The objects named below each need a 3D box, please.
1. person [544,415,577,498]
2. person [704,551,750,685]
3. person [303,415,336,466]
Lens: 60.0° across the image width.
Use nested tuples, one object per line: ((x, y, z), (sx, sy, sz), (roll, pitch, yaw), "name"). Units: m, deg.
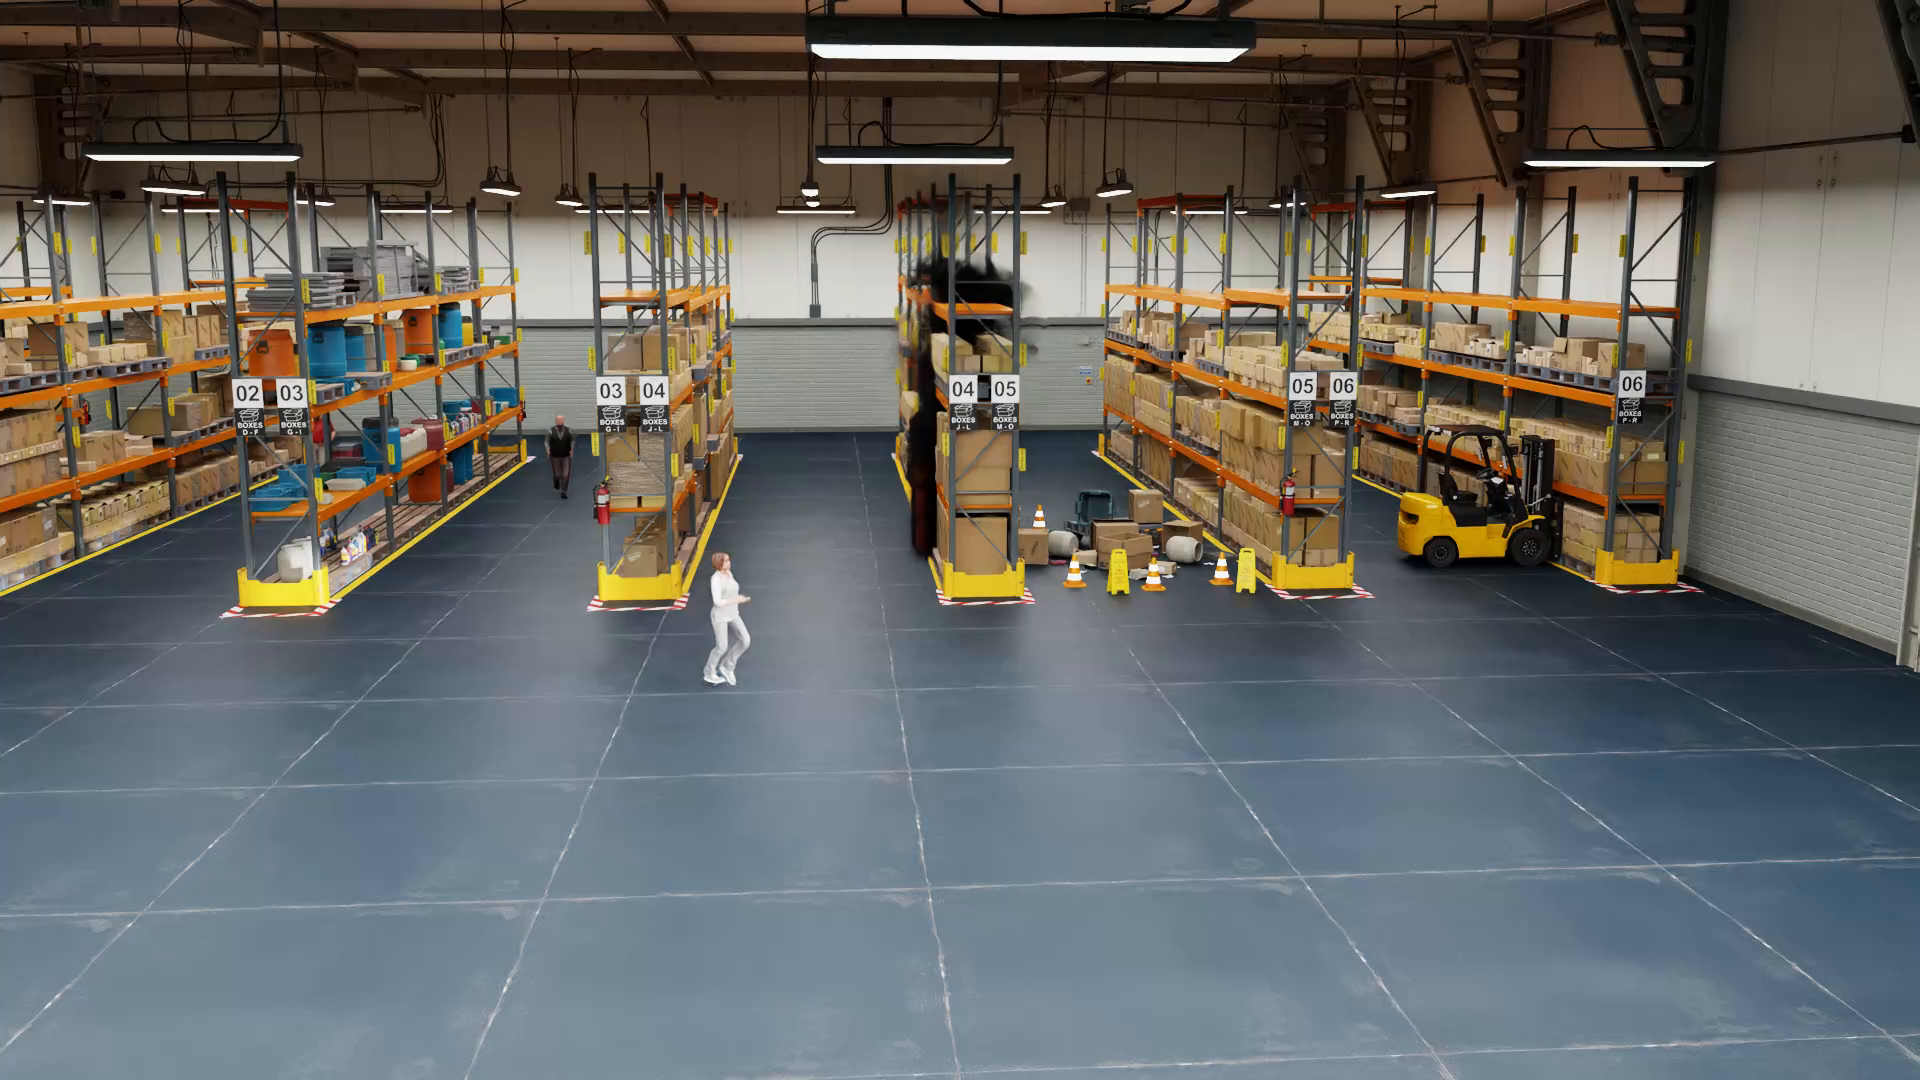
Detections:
((-8.046, -1.696, 33.531), (0.647, 1.675, 0.637), (-3, 10, -16), "person")
((-2.682, 0.902, 18.987), (0.630, 1.578, 0.510), (5, 11, 26), "person")
((-13.368, -1.905, 34.657), (0.660, 1.693, 0.597), (-2, 10, -11), "person")
